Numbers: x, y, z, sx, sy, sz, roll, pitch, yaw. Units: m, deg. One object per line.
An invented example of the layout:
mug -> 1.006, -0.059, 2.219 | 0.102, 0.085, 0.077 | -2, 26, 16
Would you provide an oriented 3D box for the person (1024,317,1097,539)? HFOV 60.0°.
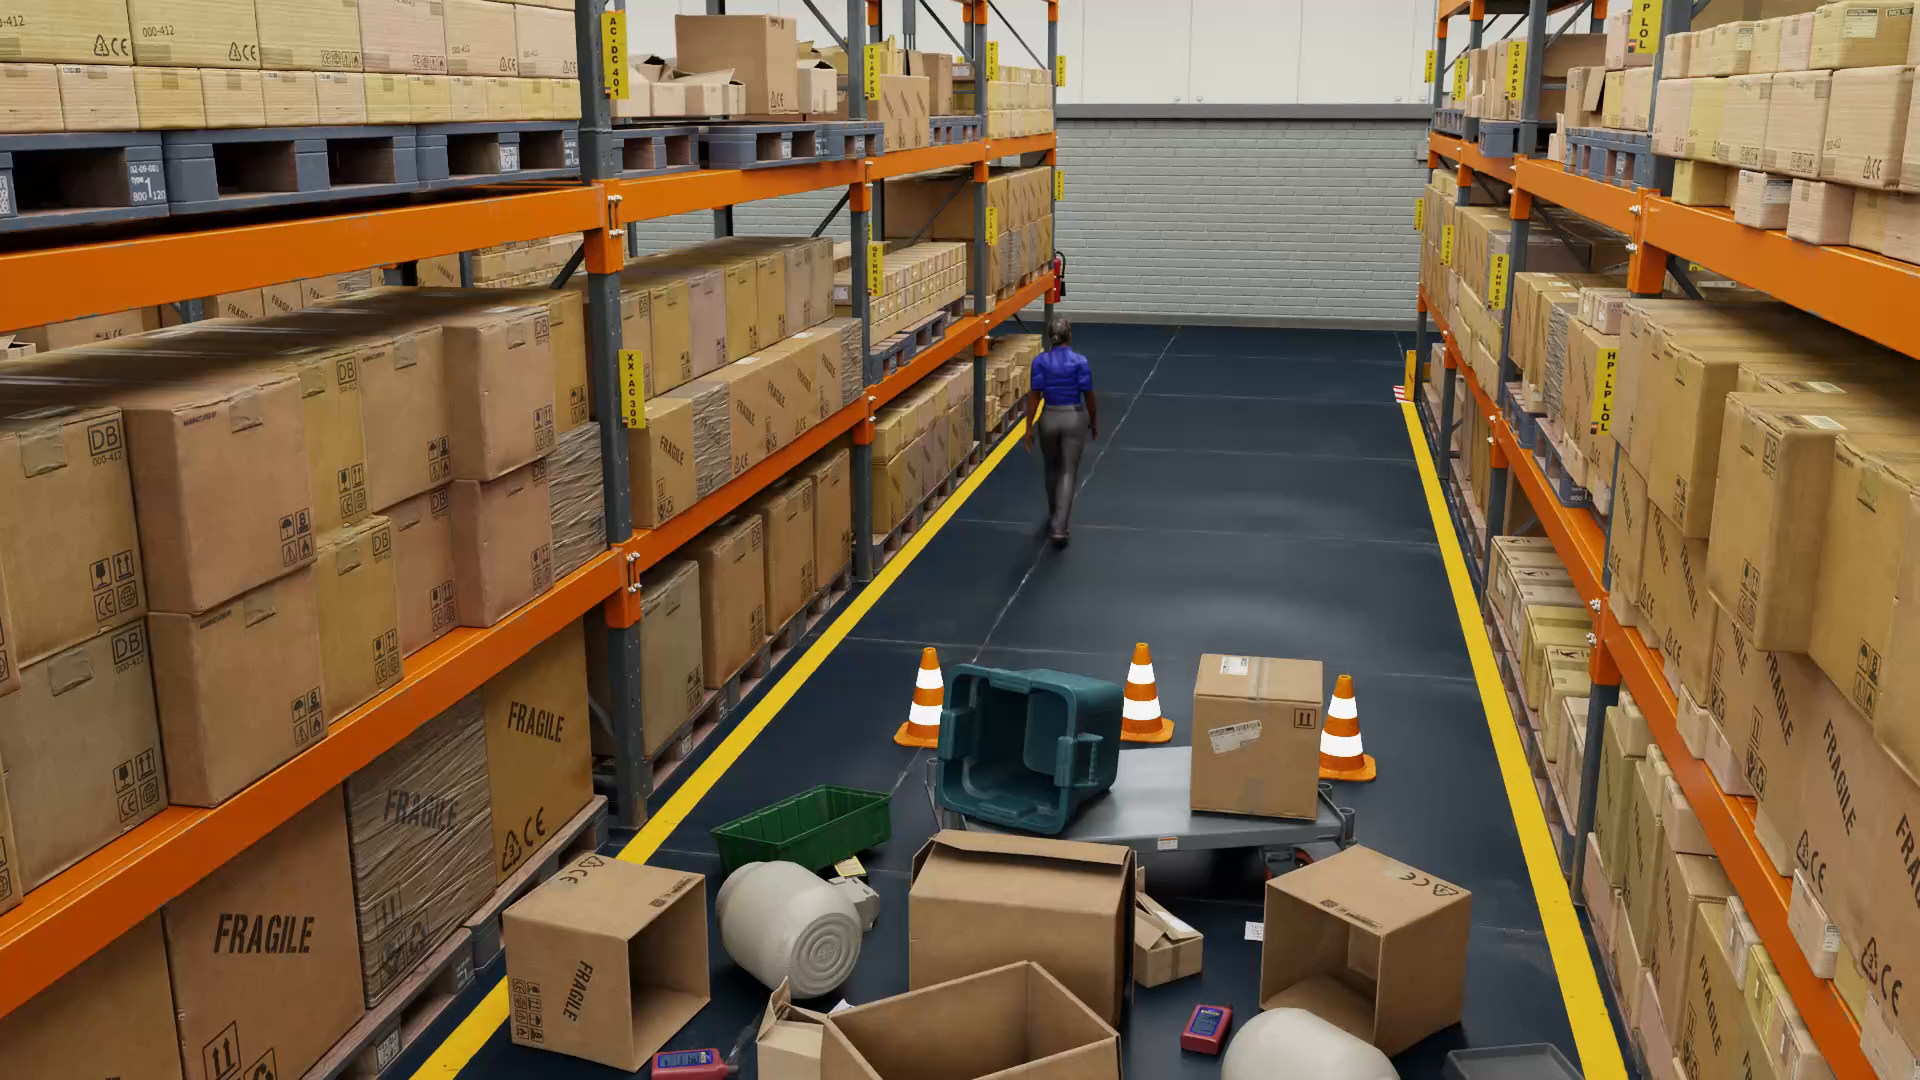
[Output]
person -> 0.765, -0.862, 12.251 | 0.481, 1.590, 0.988 | 4, 15, 16
